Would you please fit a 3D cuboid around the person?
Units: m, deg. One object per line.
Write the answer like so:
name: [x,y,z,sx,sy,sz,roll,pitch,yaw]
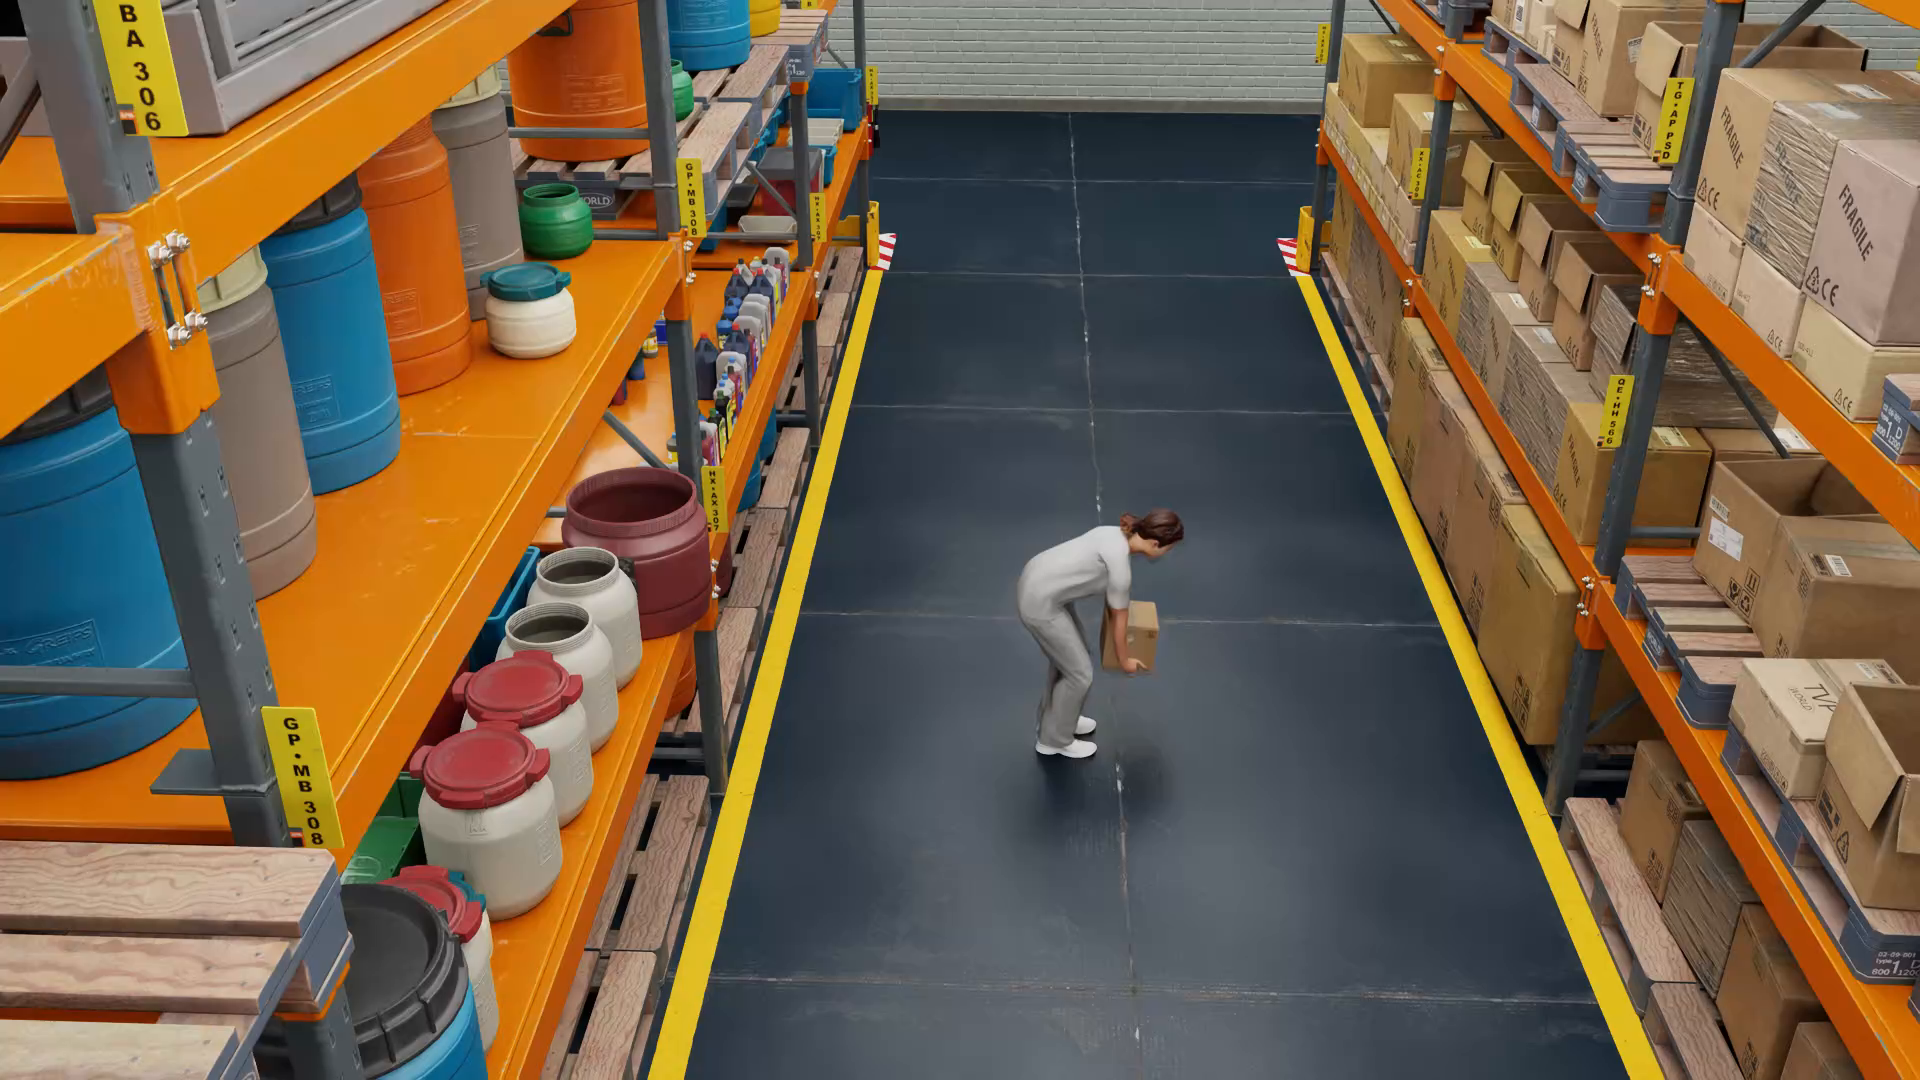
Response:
person: [0.669,0.443,8.177,0.801,1.318,0.415,0,28,0]
